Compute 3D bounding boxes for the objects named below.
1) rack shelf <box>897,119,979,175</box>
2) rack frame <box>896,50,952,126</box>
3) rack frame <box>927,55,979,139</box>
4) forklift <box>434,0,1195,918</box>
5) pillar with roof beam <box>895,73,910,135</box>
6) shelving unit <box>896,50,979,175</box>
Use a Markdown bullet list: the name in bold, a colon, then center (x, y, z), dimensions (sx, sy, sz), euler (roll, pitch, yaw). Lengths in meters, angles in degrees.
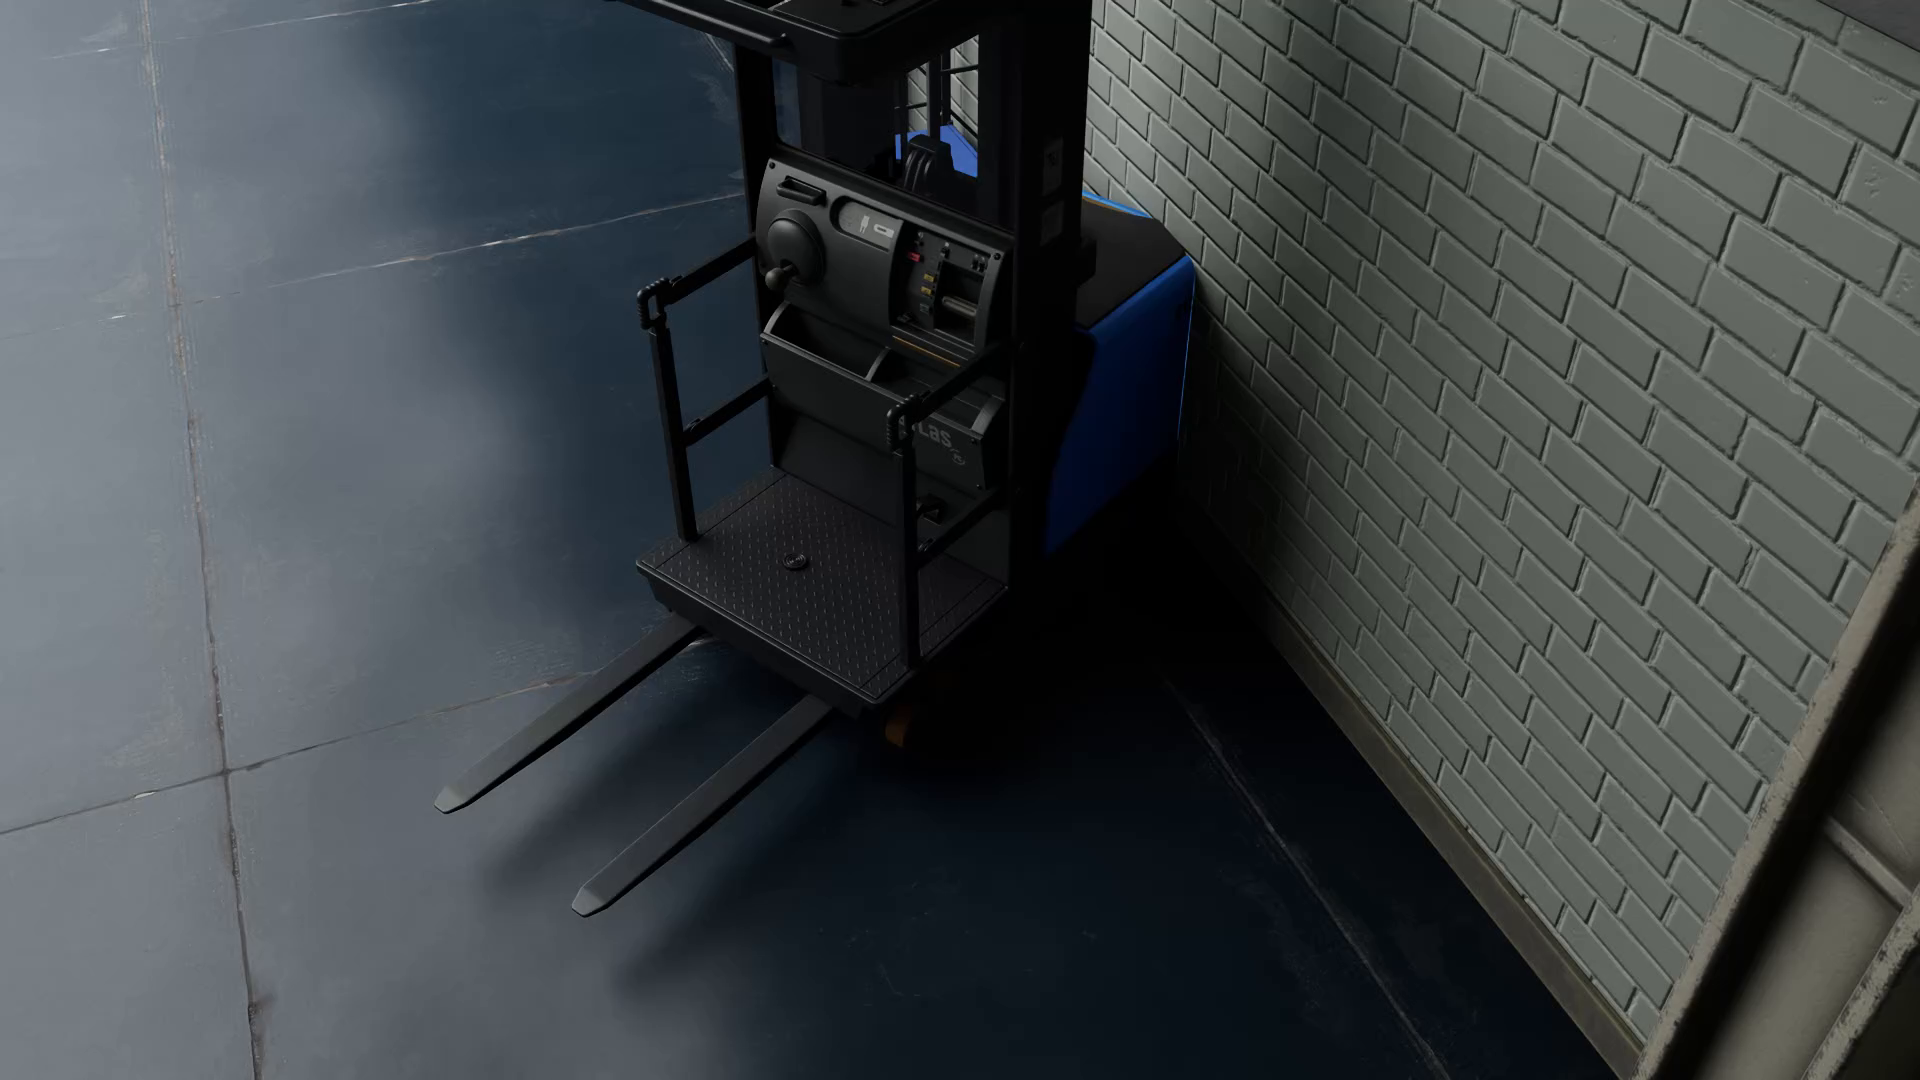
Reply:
- **rack shelf**: center (-0.079, -1.445, 7.055), dimensions (0.538, 0.185, 1.000), euler (-15, 43, -17)
- **rack frame**: center (-0.274, -1.887, 7.294), dimensions (0.500, 1.500, 0.032), euler (-15, 43, -17)
- **rack frame**: center (0.116, -1.275, 6.582), dimensions (0.500, 1.500, 0.032), euler (-15, 43, -17)
- **forklift**: center (-0.384, -0.792, 4.923), dimensions (1.130, 2.935, 3.031), euler (27, 48, 28)
- **pillar with roof beam**: center (-4.435, -4.222, 4.258), dimensions (9.100, 9.000, 0.400), euler (-15, 43, -17)
- **shelving unit**: center (-0.079, -1.581, 6.938), dimensions (0.538, 1.500, 1.048), euler (-15, 43, -17)
